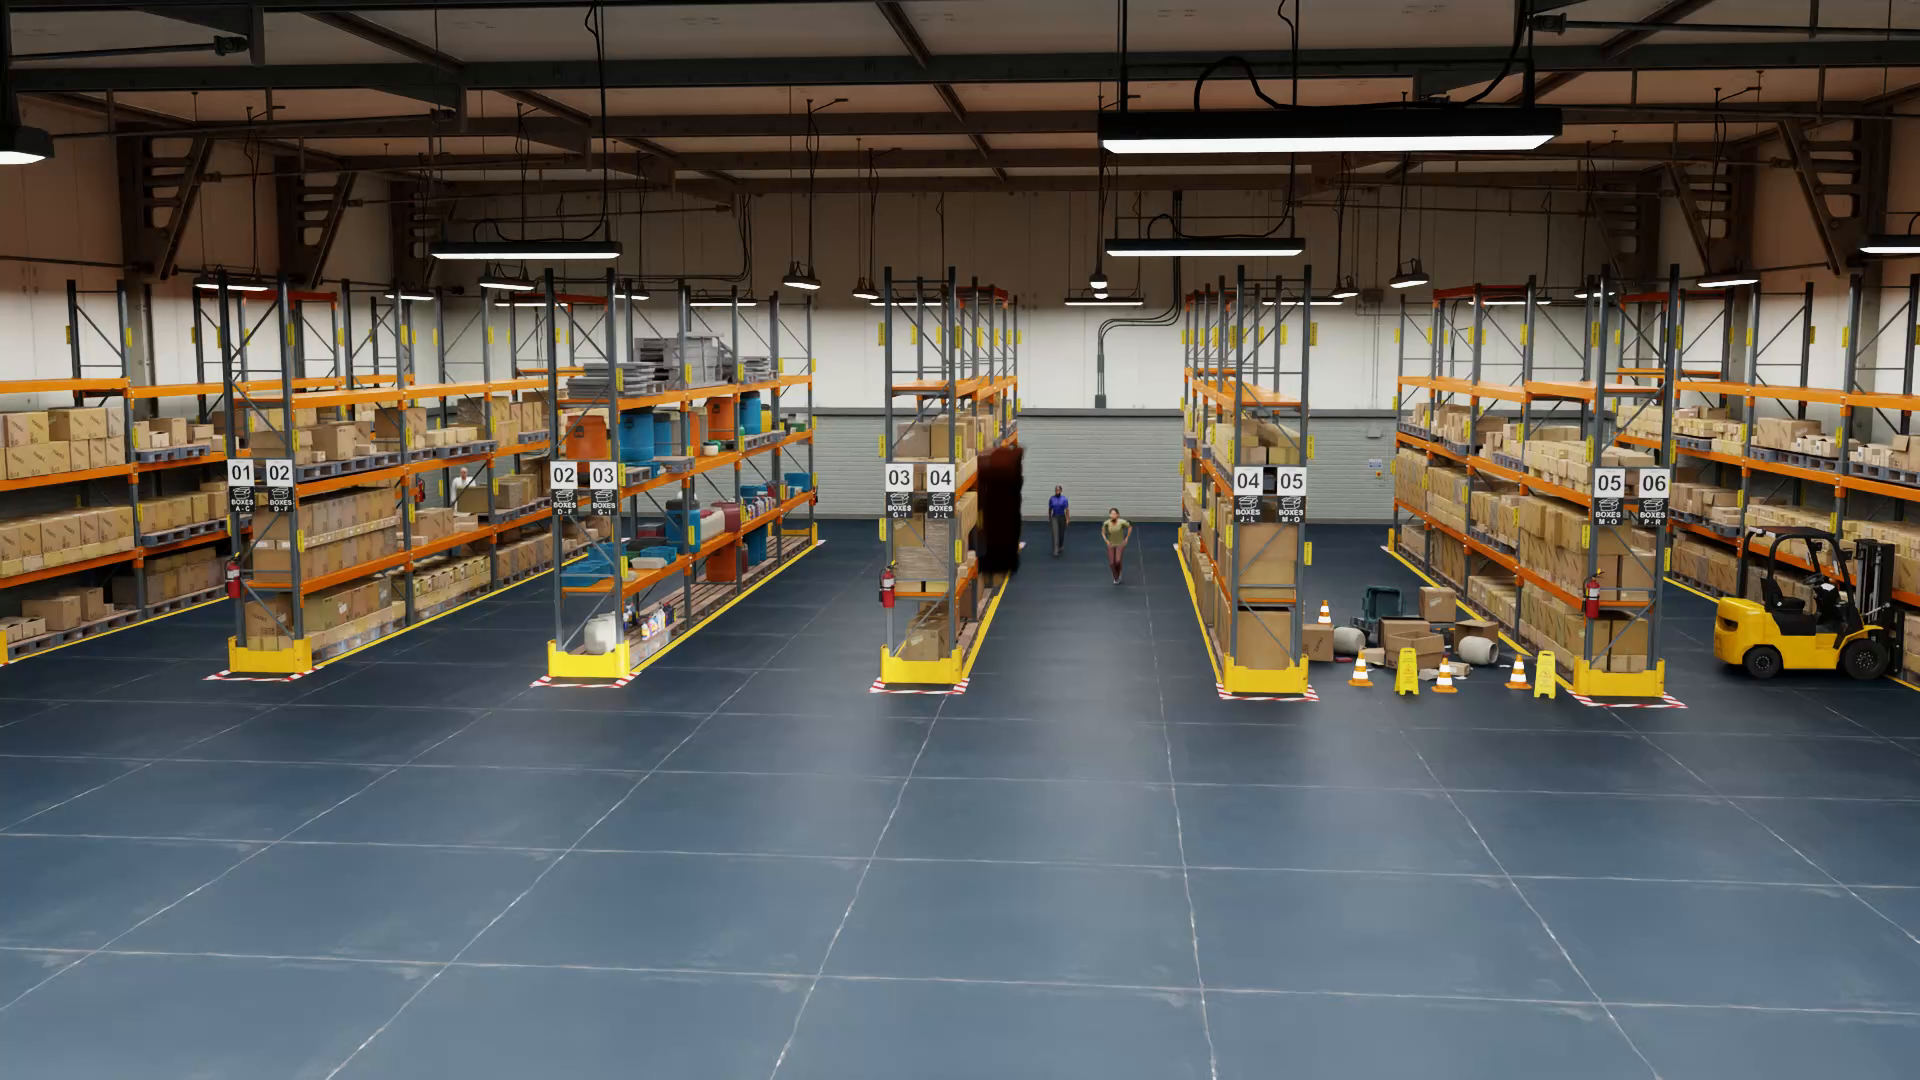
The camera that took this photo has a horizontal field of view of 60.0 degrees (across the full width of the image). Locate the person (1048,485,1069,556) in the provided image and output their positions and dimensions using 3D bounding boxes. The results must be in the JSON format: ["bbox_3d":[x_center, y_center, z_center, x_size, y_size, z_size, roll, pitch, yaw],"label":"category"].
[{"bbox_3d":[2.282,-0.465,38.421,0.476,1.581,1.033,0,7,2],"label":"person"}]

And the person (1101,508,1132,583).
[{"bbox_3d":[3.195,0.114,33.880,0.616,1.576,0.678,2,7,14],"label":"person"}]

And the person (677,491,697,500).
[{"bbox_3d":[-6.281,-0.520,38.326,0.608,1.768,0.509,5,9,37],"label":"person"}]

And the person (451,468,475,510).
[{"bbox_3d":[-12.408,-0.930,41.647,0.661,1.769,1.032,-2,7,-17],"label":"person"}]
